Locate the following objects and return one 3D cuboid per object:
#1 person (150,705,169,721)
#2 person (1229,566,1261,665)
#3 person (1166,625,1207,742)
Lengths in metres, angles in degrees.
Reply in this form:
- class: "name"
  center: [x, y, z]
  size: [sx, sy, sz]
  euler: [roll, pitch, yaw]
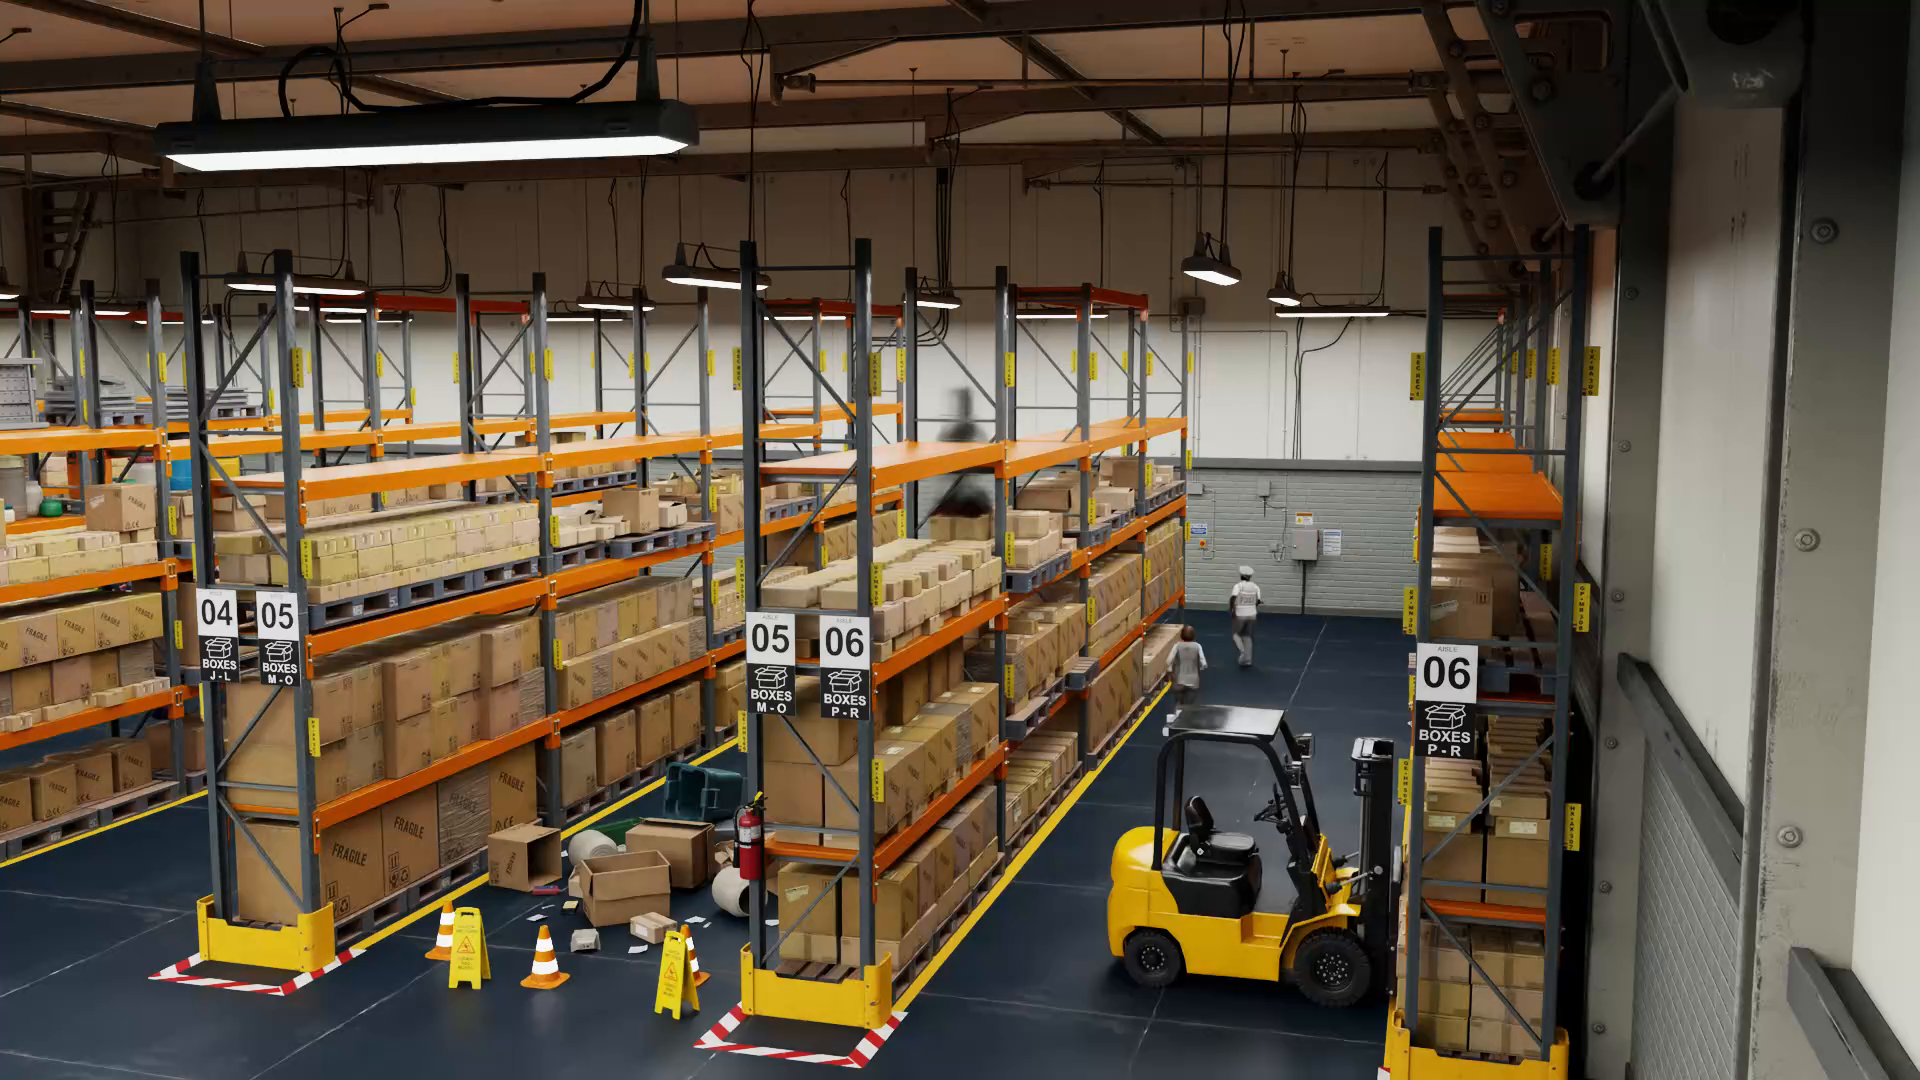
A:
- class: "person"
  center: [-10.471, 1.905, 22.080]
  size: [0.595, 1.601, 0.561]
  euler: [1, 7, 11]
- class: "person"
  center: [4.702, 1.253, 27.656]
  size: [0.599, 1.659, 0.574]
  euler: [-1, 7, -13]
- class: "person"
  center: [3.030, 1.904, 22.224]
  size: [0.537, 1.562, 0.523]
  euler: [1, 7, 12]
